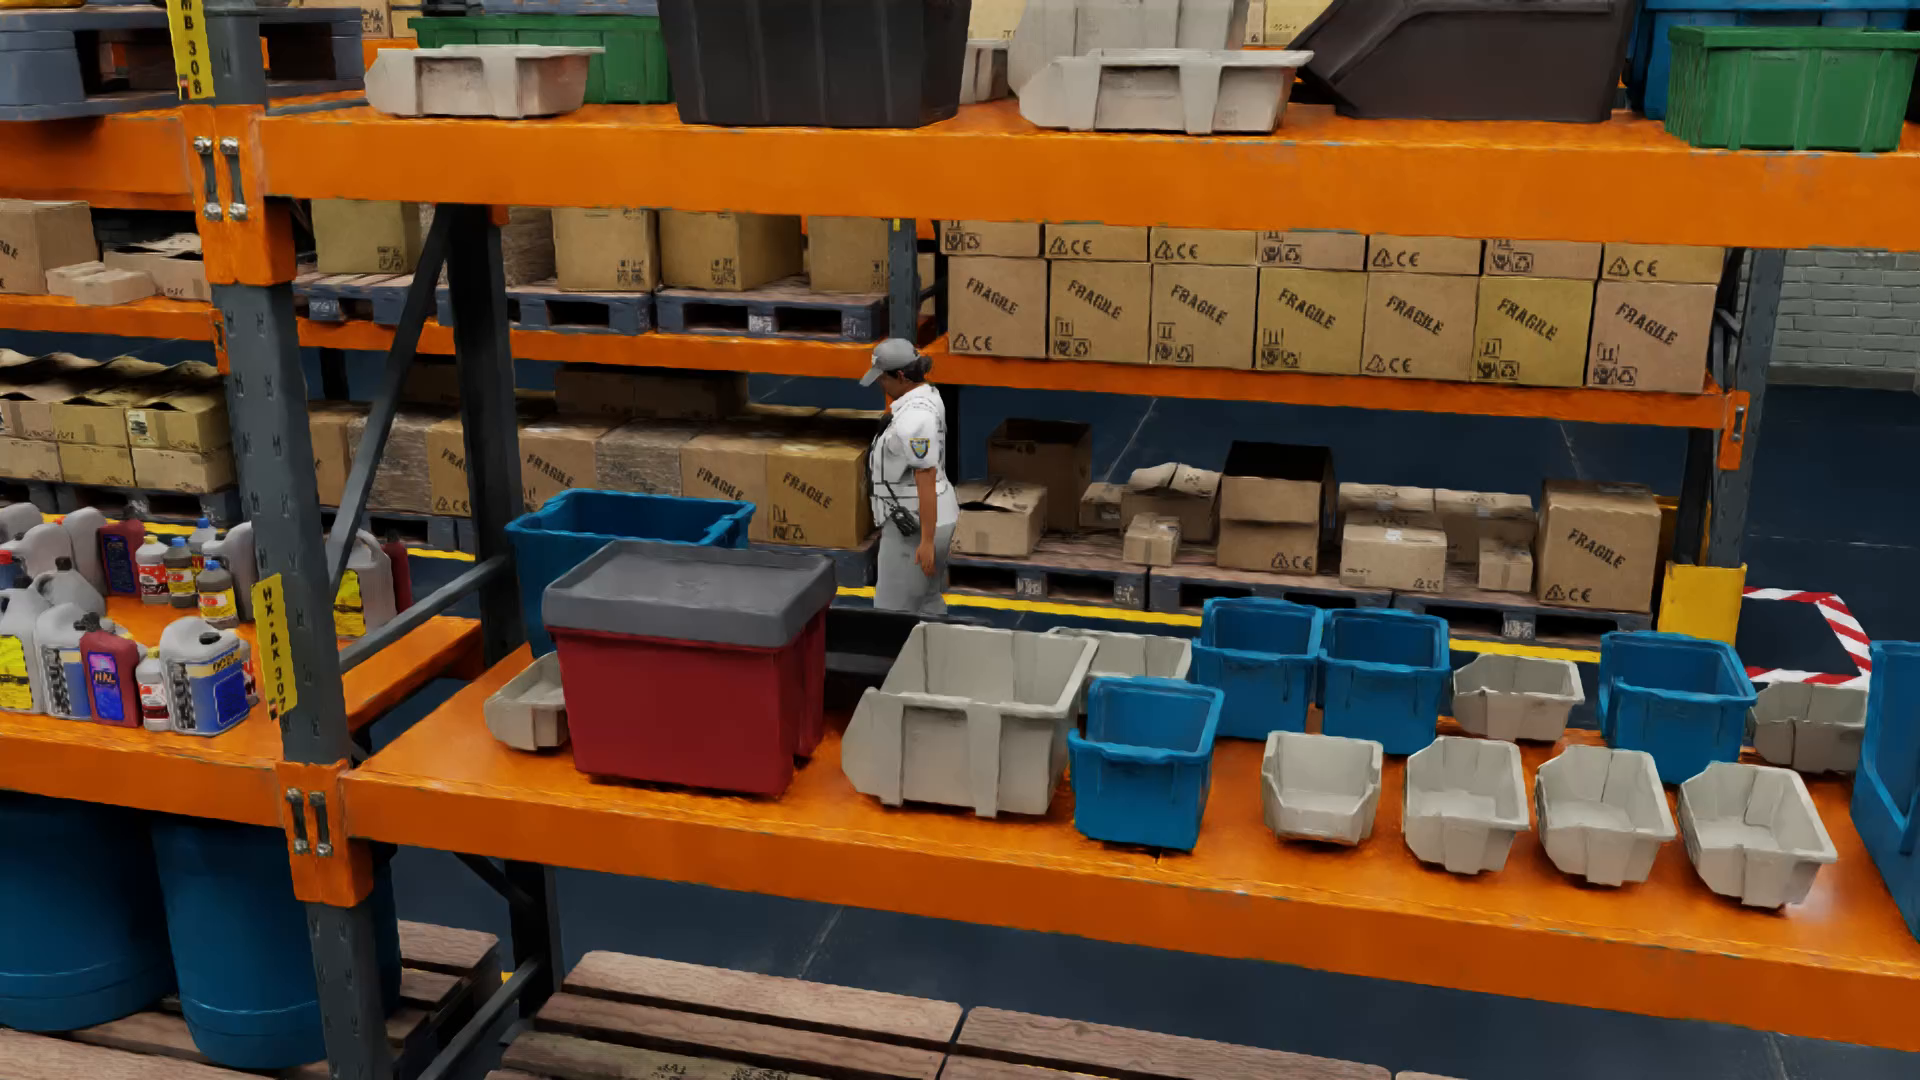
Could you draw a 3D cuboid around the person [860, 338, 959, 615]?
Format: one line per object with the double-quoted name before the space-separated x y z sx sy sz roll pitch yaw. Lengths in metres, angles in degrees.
"person" -0.243 -0.028 7.103 0.475 1.653 0.687 1 18 3
